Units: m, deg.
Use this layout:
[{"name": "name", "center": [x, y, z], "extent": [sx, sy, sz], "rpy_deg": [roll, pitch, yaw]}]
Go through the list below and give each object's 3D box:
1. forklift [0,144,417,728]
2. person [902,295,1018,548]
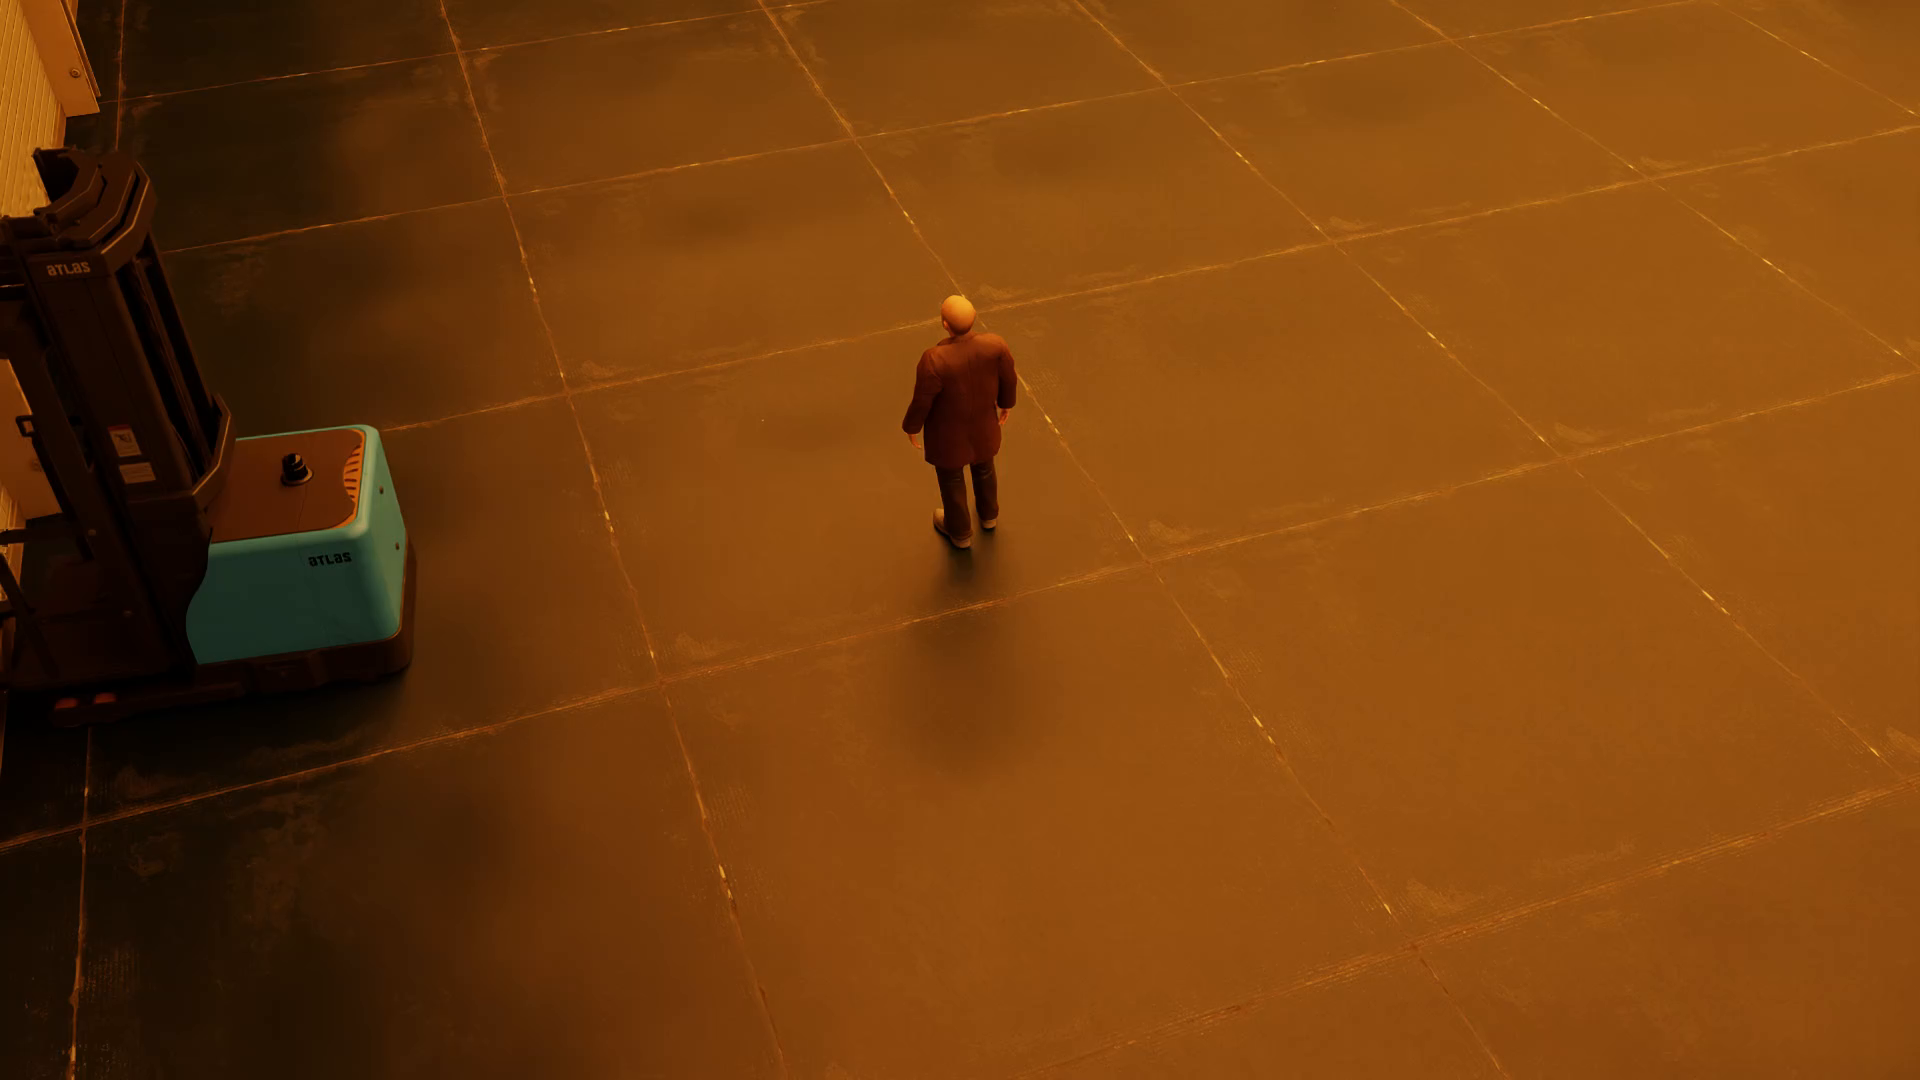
[{"name": "forklift", "center": [-4.666, -0.472, 8.559], "extent": [3.031, 2.935, 1.130], "rpy_deg": [-8, 41, -9]}, {"name": "person", "center": [-0.028, -0.743, 9.766], "extent": [0.698, 1.778, 0.579], "rpy_deg": [-13, 42, -15]}]
